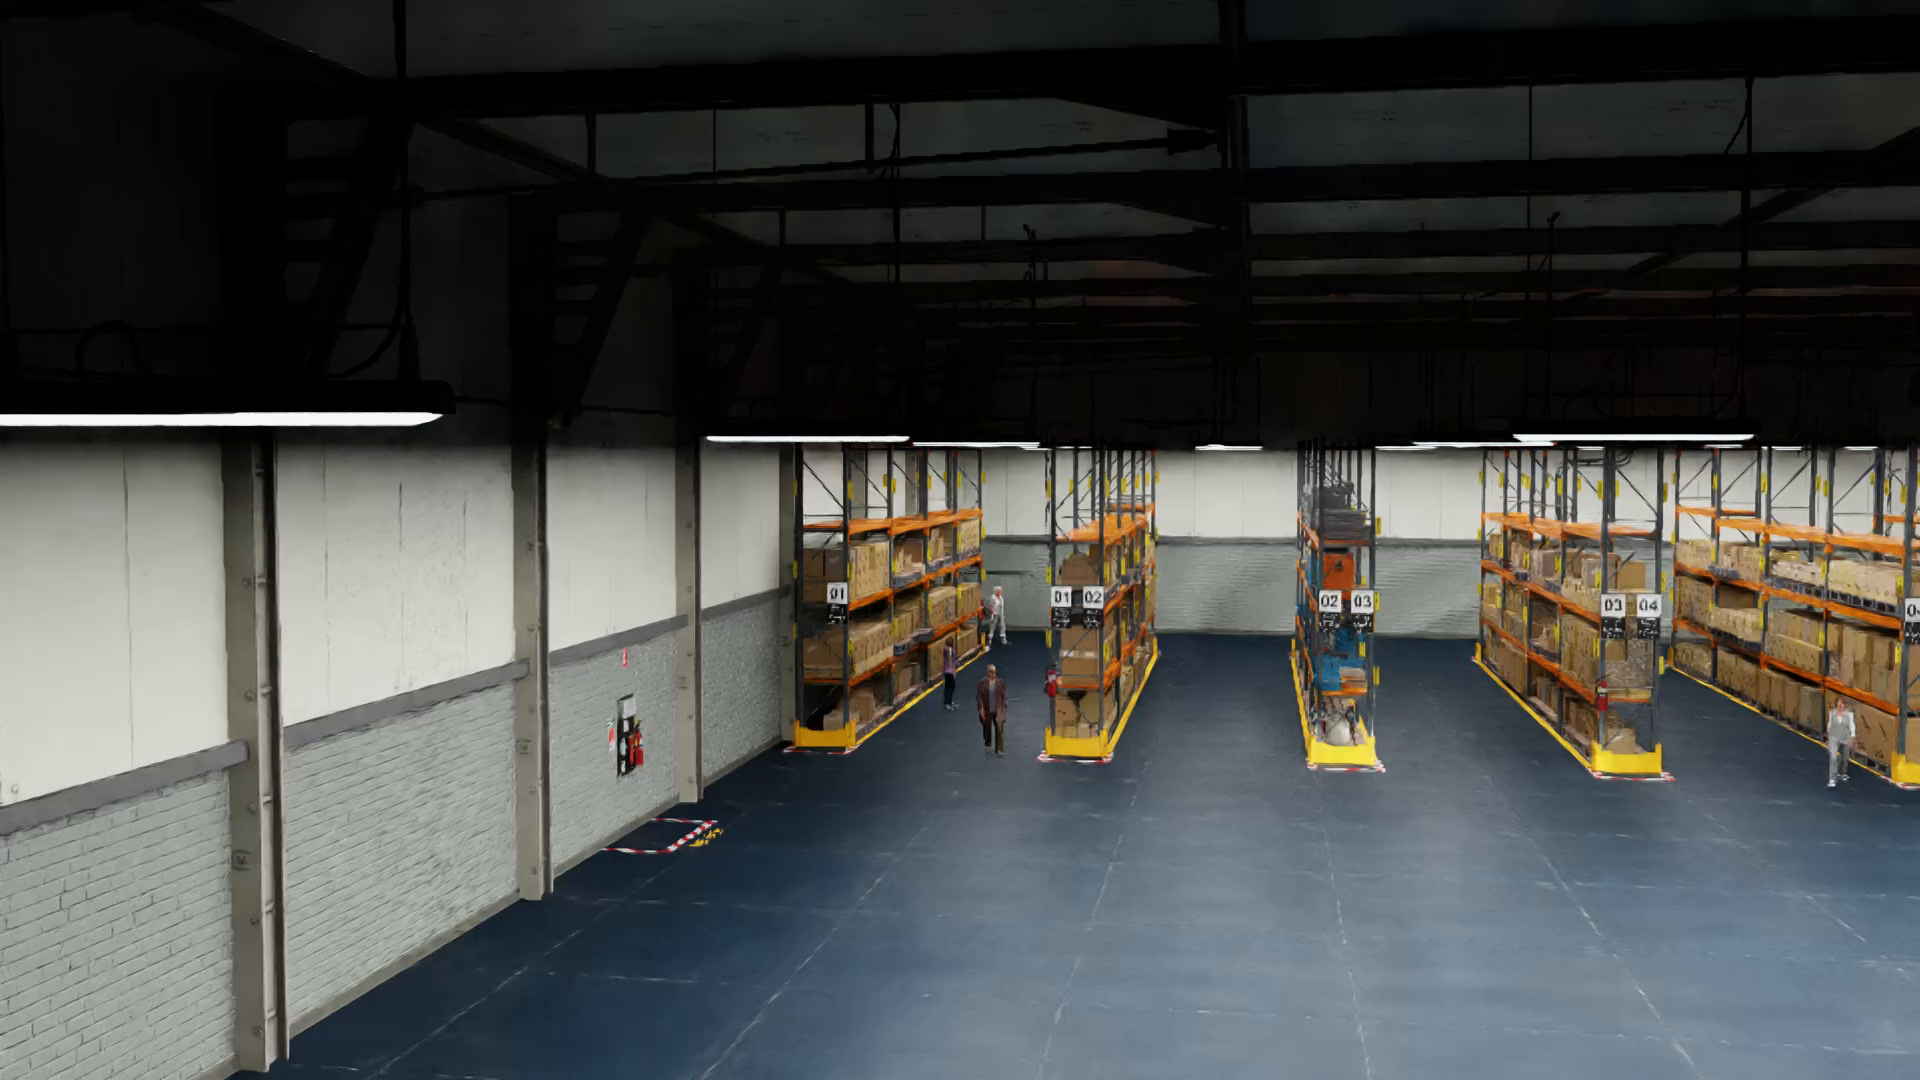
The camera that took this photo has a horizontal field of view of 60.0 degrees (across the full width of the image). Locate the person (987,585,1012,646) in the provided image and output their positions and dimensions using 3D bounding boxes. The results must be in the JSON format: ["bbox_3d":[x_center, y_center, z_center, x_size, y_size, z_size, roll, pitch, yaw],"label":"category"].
[{"bbox_3d":[1.124,2.223,49.055,0.715,1.785,0.530,-3,4,-43],"label":"person"}]

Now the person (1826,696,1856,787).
[{"bbox_3d":[15.115,3.426,28.532,0.440,1.542,0.848,2,3,27],"label":"person"}]

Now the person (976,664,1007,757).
[{"bbox_3d":[0.589,3.191,31.292,0.580,1.715,1.104,0,3,2],"label":"person"}]

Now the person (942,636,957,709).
[{"bbox_3d":[-0.223,2.970,37.212,0.349,1.641,0.476,-1,3,-17],"label":"person"}]
